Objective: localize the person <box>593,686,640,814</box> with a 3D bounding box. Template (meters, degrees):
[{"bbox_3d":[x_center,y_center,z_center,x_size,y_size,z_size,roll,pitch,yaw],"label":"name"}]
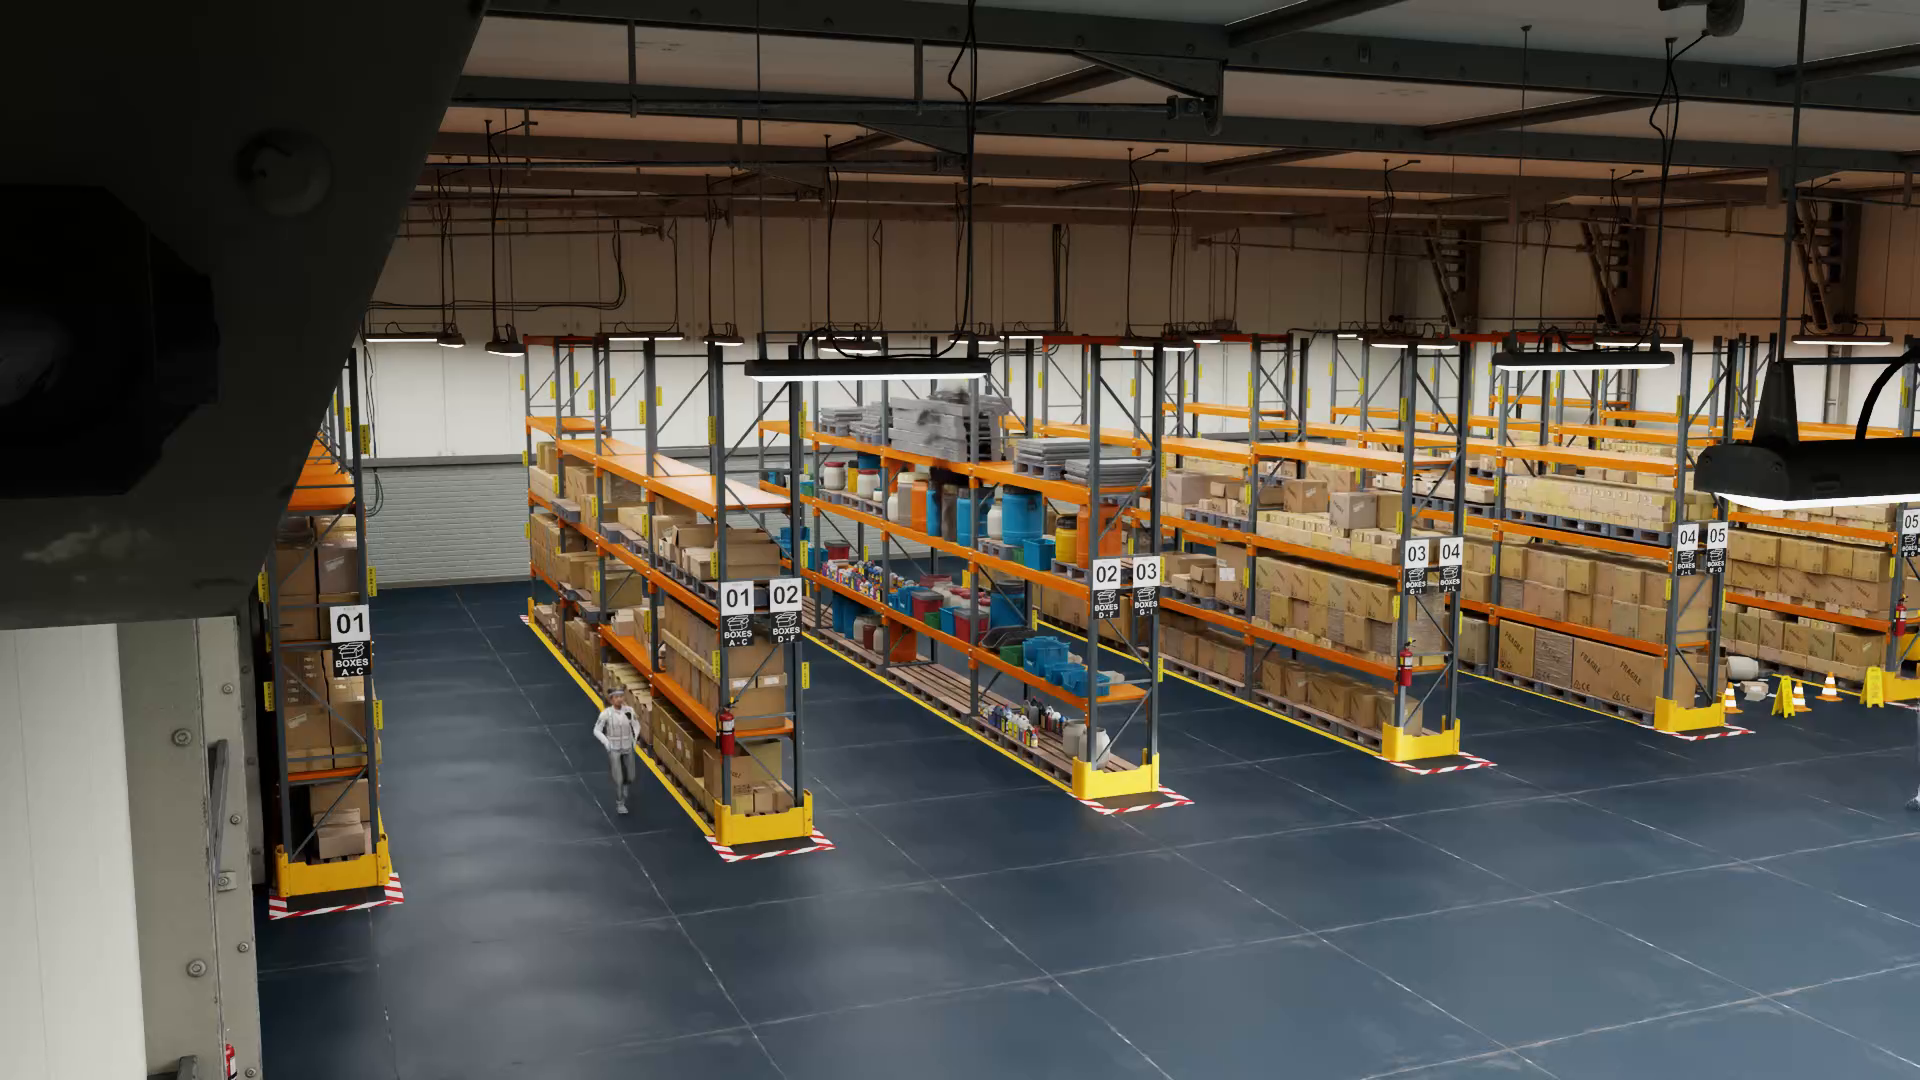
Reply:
[{"bbox_3d":[-4.400,2.675,21.419,0.614,1.647,0.560,-3,8,-25],"label":"person"}]

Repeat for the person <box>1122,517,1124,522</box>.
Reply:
[{"bbox_3d":[3.729,0.257,39.441,0.618,1.616,0.942,2,8,15],"label":"person"}]
